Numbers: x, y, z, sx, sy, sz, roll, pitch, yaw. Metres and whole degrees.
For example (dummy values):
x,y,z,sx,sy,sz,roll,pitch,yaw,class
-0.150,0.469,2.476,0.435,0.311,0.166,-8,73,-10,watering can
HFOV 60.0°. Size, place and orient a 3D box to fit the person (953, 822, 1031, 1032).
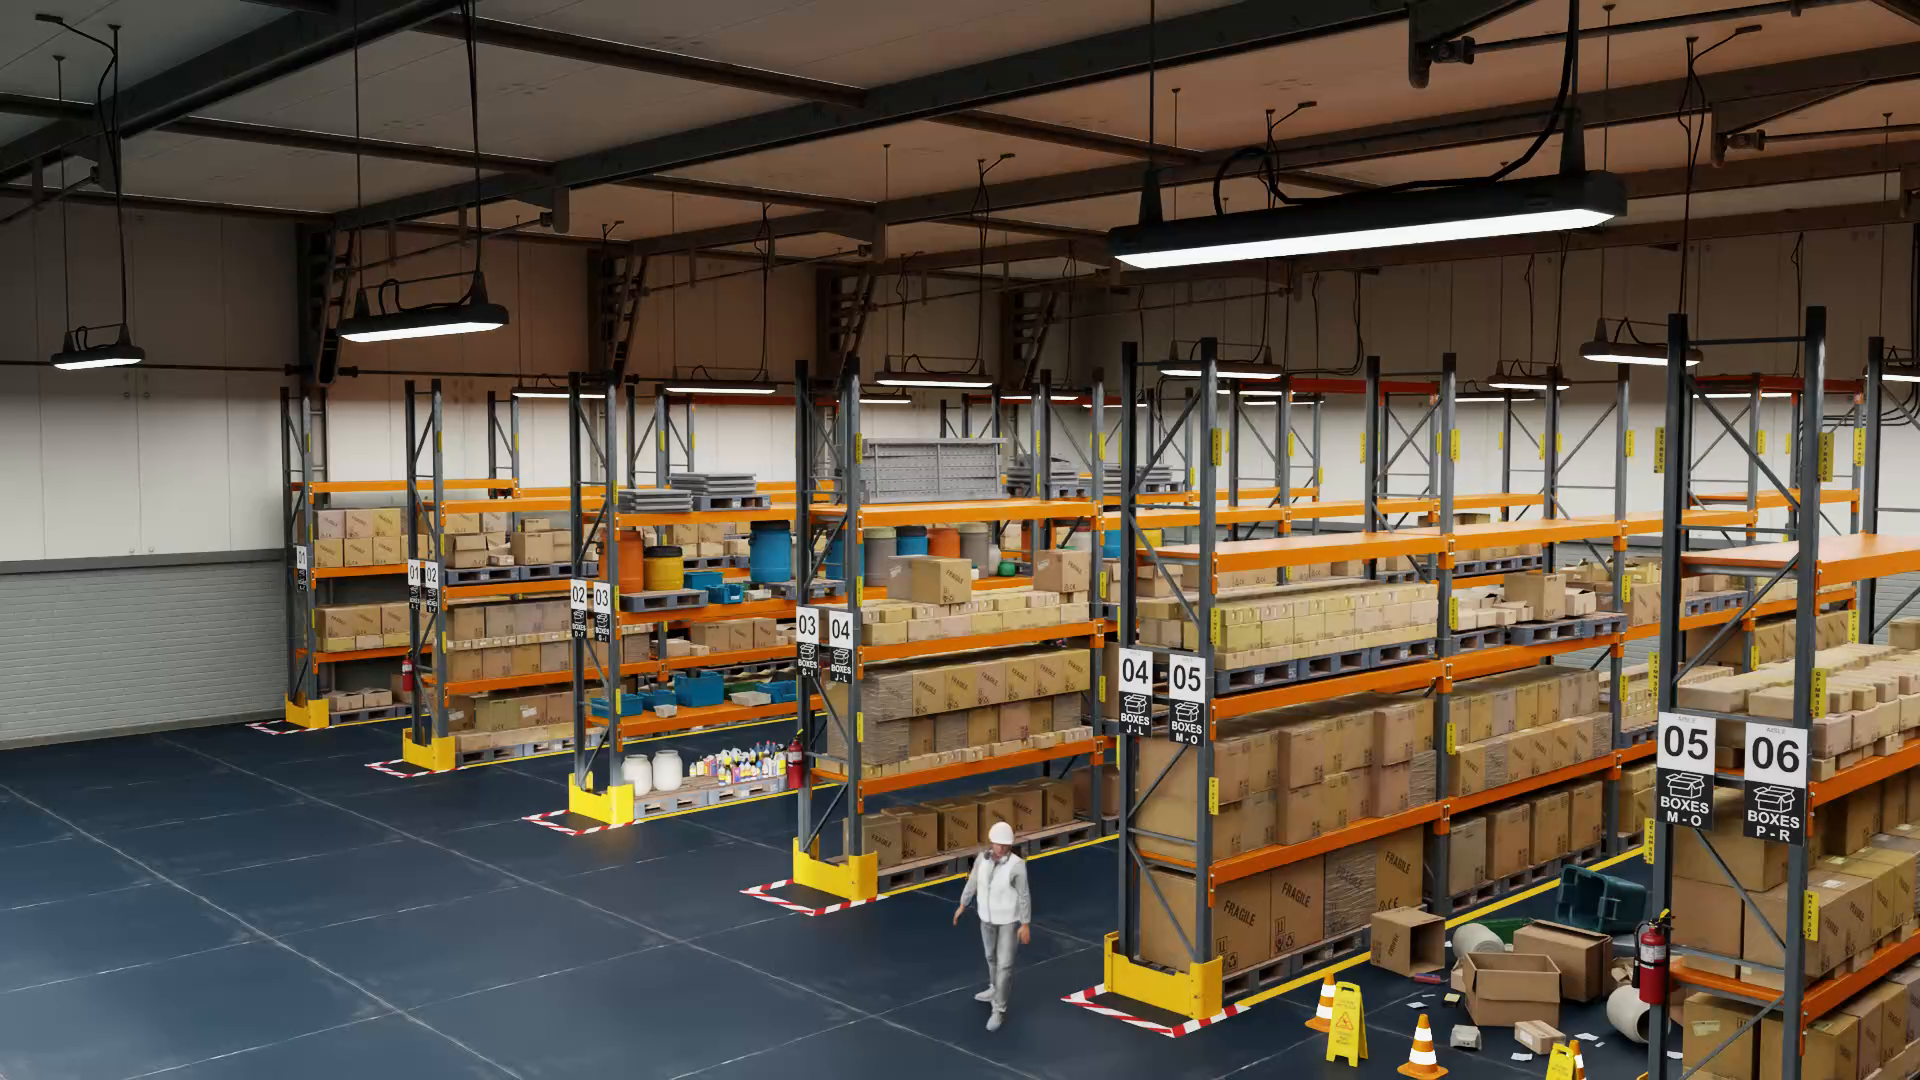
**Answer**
x,y,z,sx,sy,sz,roll,pitch,yaw,class
0.308,3.356,14.746,0.703,1.762,0.760,3,5,36,person
